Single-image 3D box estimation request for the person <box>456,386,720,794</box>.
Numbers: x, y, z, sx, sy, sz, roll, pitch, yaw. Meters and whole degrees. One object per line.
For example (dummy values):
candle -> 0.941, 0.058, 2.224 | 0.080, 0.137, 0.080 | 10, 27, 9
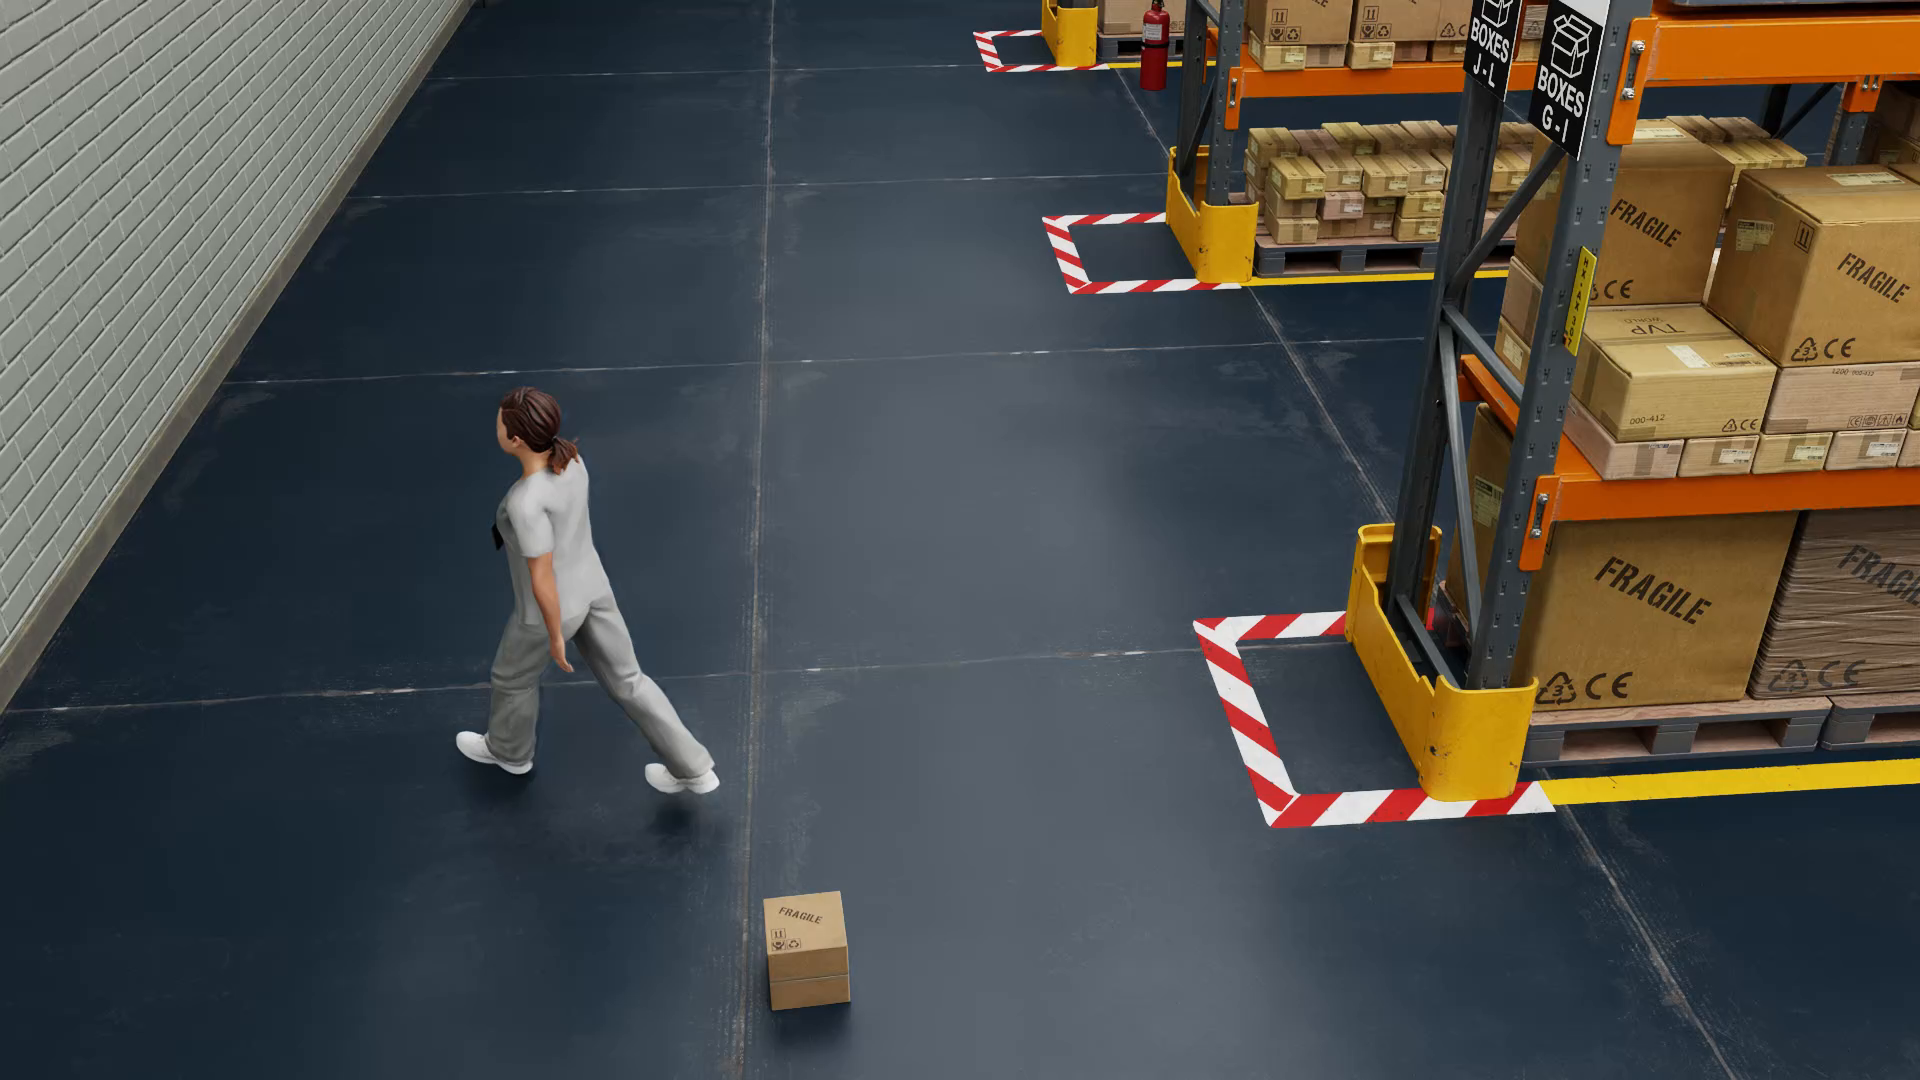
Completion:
person -> -1.382, 0.210, 5.813 | 1.076, 1.617, 0.442 | 13, 34, 21
